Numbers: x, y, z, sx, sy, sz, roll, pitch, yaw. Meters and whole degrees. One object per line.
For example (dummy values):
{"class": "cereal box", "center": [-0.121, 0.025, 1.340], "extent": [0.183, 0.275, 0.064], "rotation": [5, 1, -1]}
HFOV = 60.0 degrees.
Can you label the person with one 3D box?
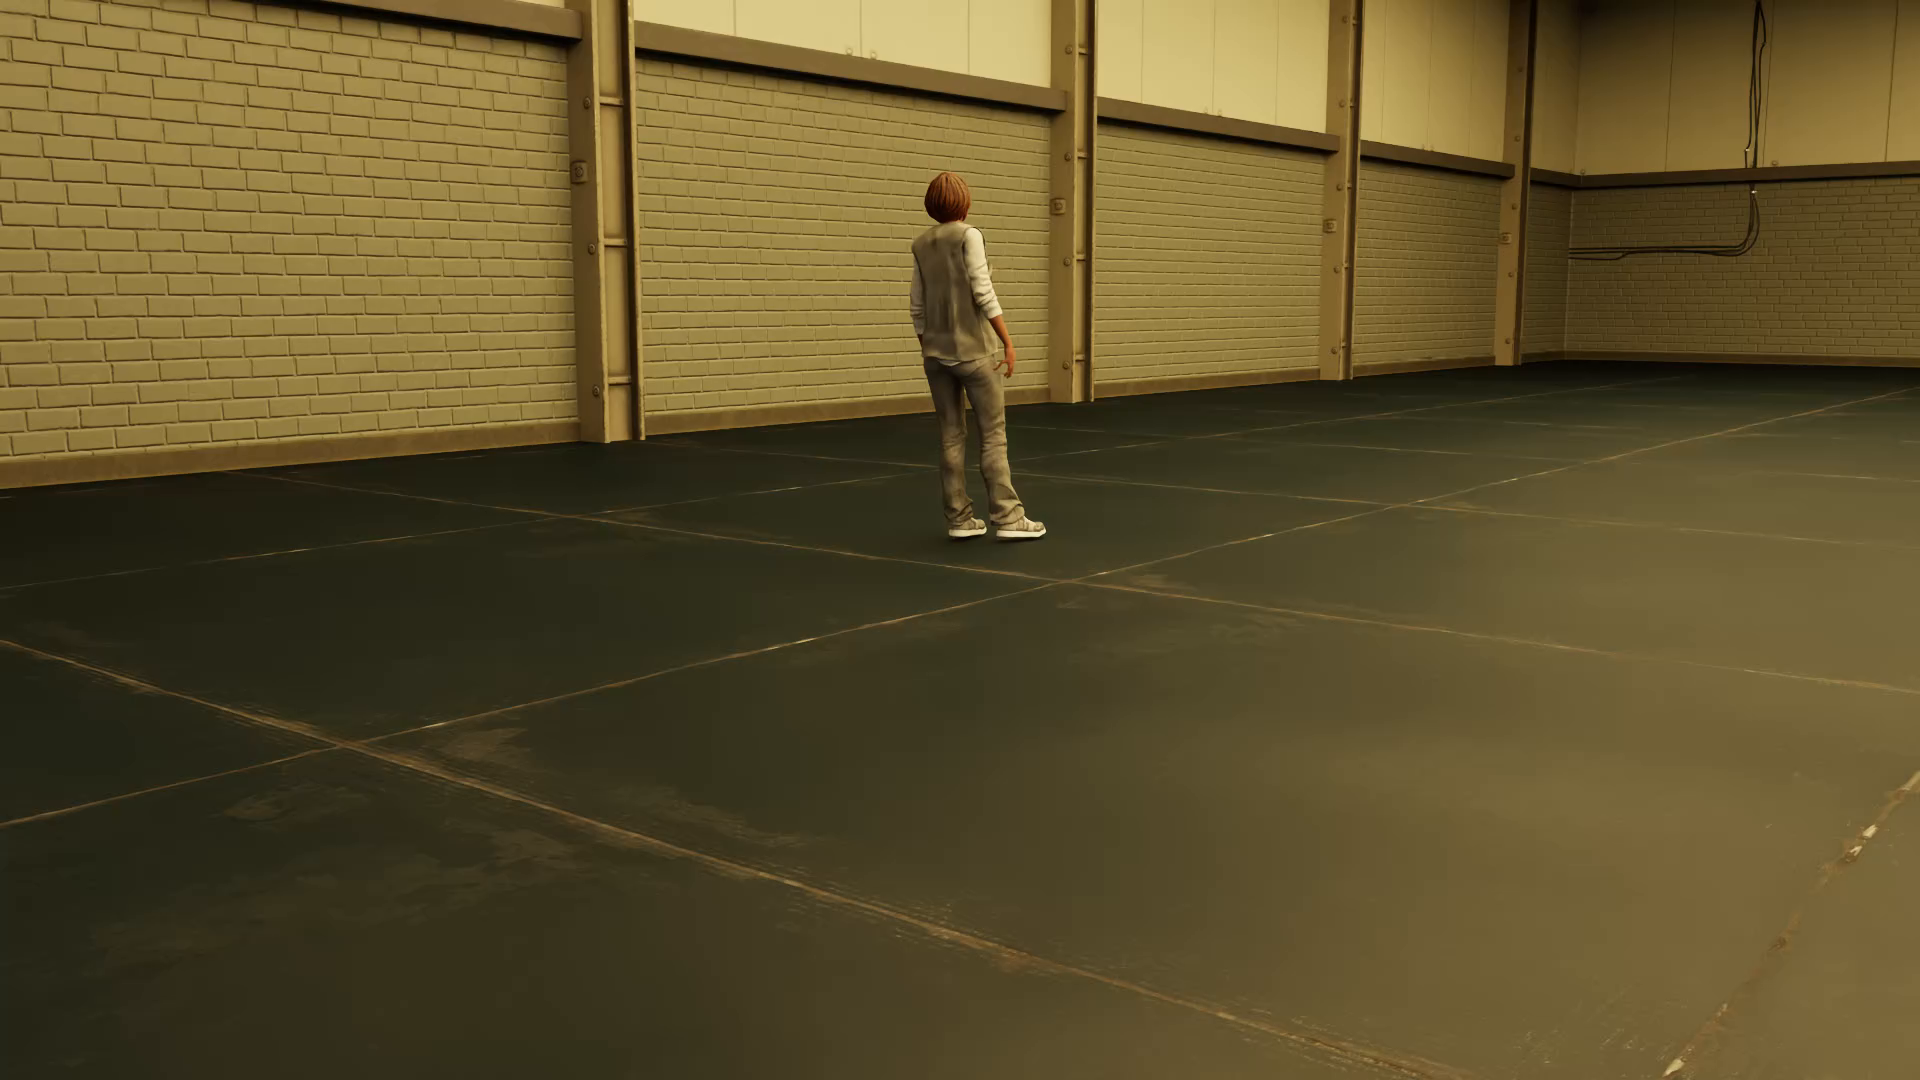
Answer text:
{"class": "person", "center": [0.057, -0.805, 7.336], "extent": [0.520, 1.597, 0.475], "rotation": [7, 11, 38]}
